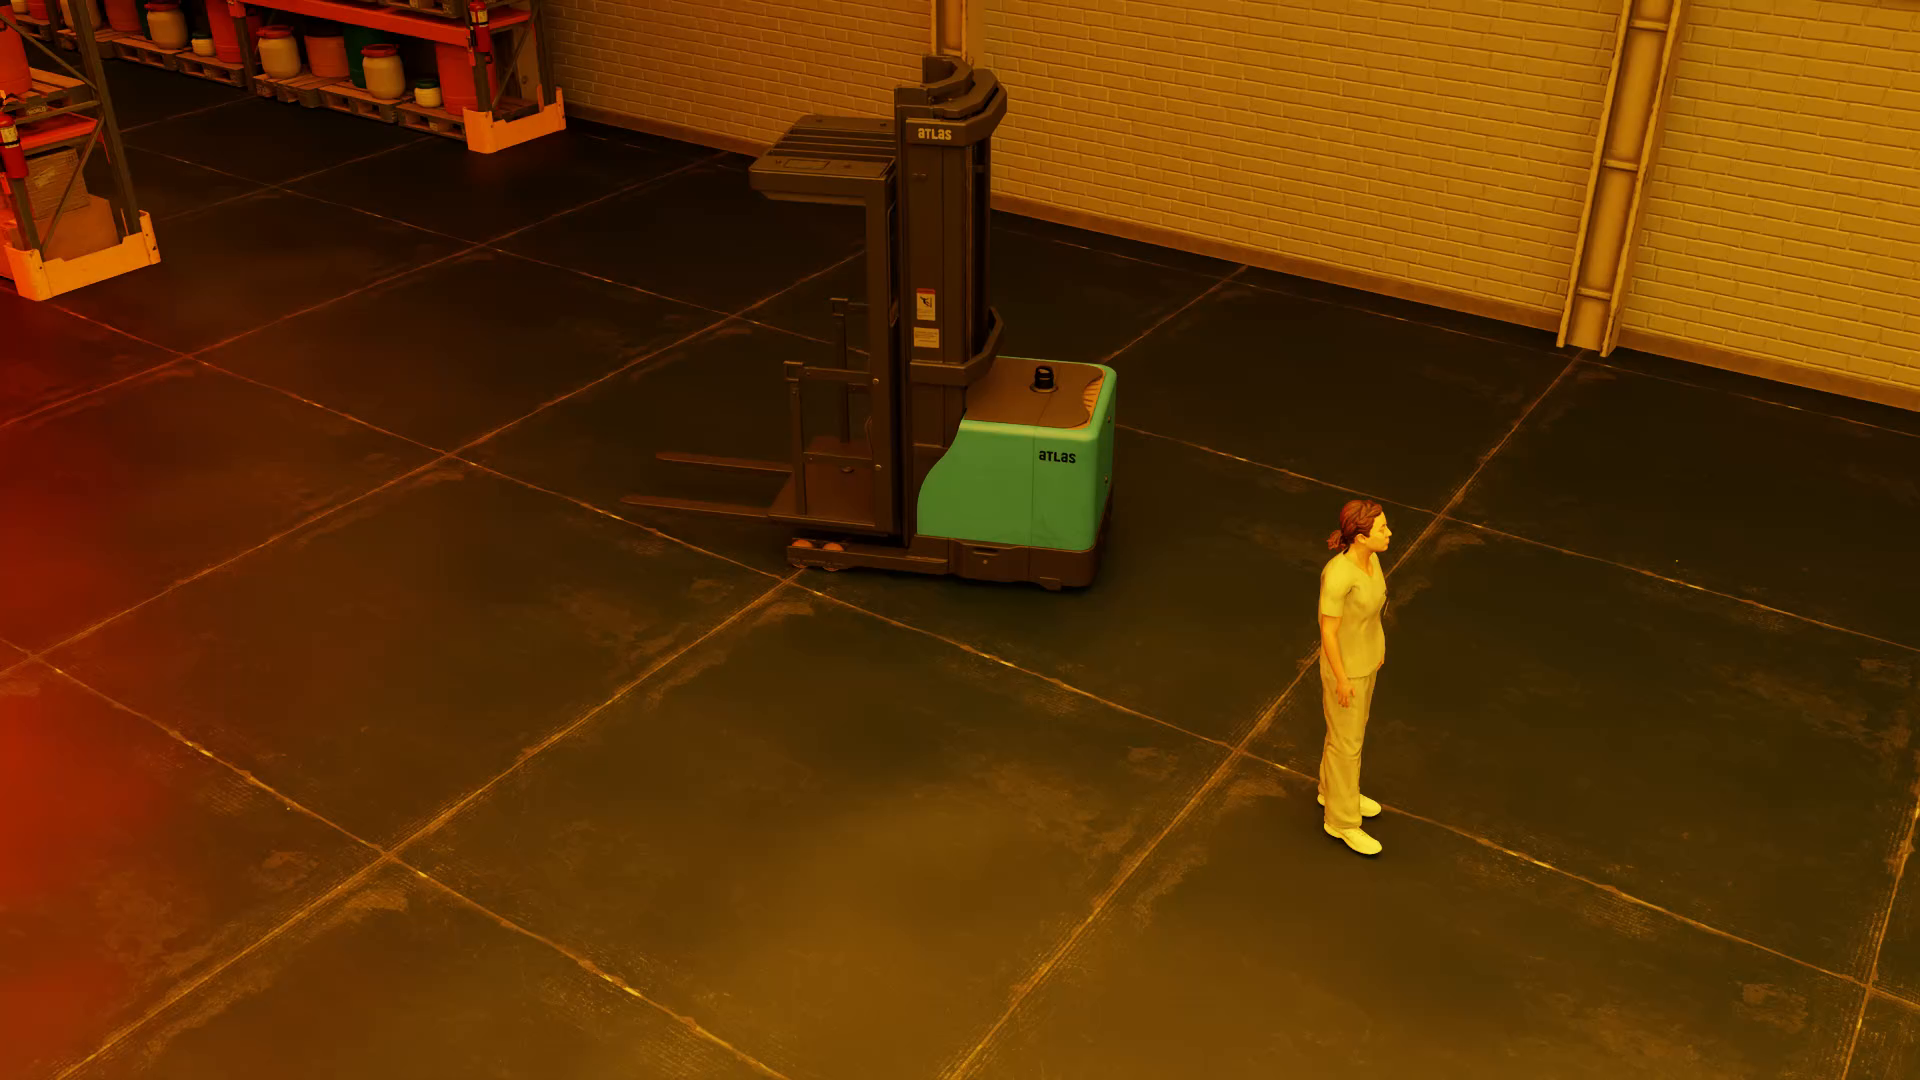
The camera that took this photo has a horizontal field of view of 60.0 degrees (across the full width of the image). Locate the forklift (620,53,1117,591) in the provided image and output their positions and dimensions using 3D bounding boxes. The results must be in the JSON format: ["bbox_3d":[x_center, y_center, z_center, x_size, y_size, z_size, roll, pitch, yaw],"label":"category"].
[{"bbox_3d":[-0.596,-1.330,9.871,3.031,2.935,1.130,6,31,10],"label":"forklift"}]

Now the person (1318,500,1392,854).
[{"bbox_3d":[1.894,0.603,7.778,0.549,1.674,0.549,18,35,28],"label":"person"}]
